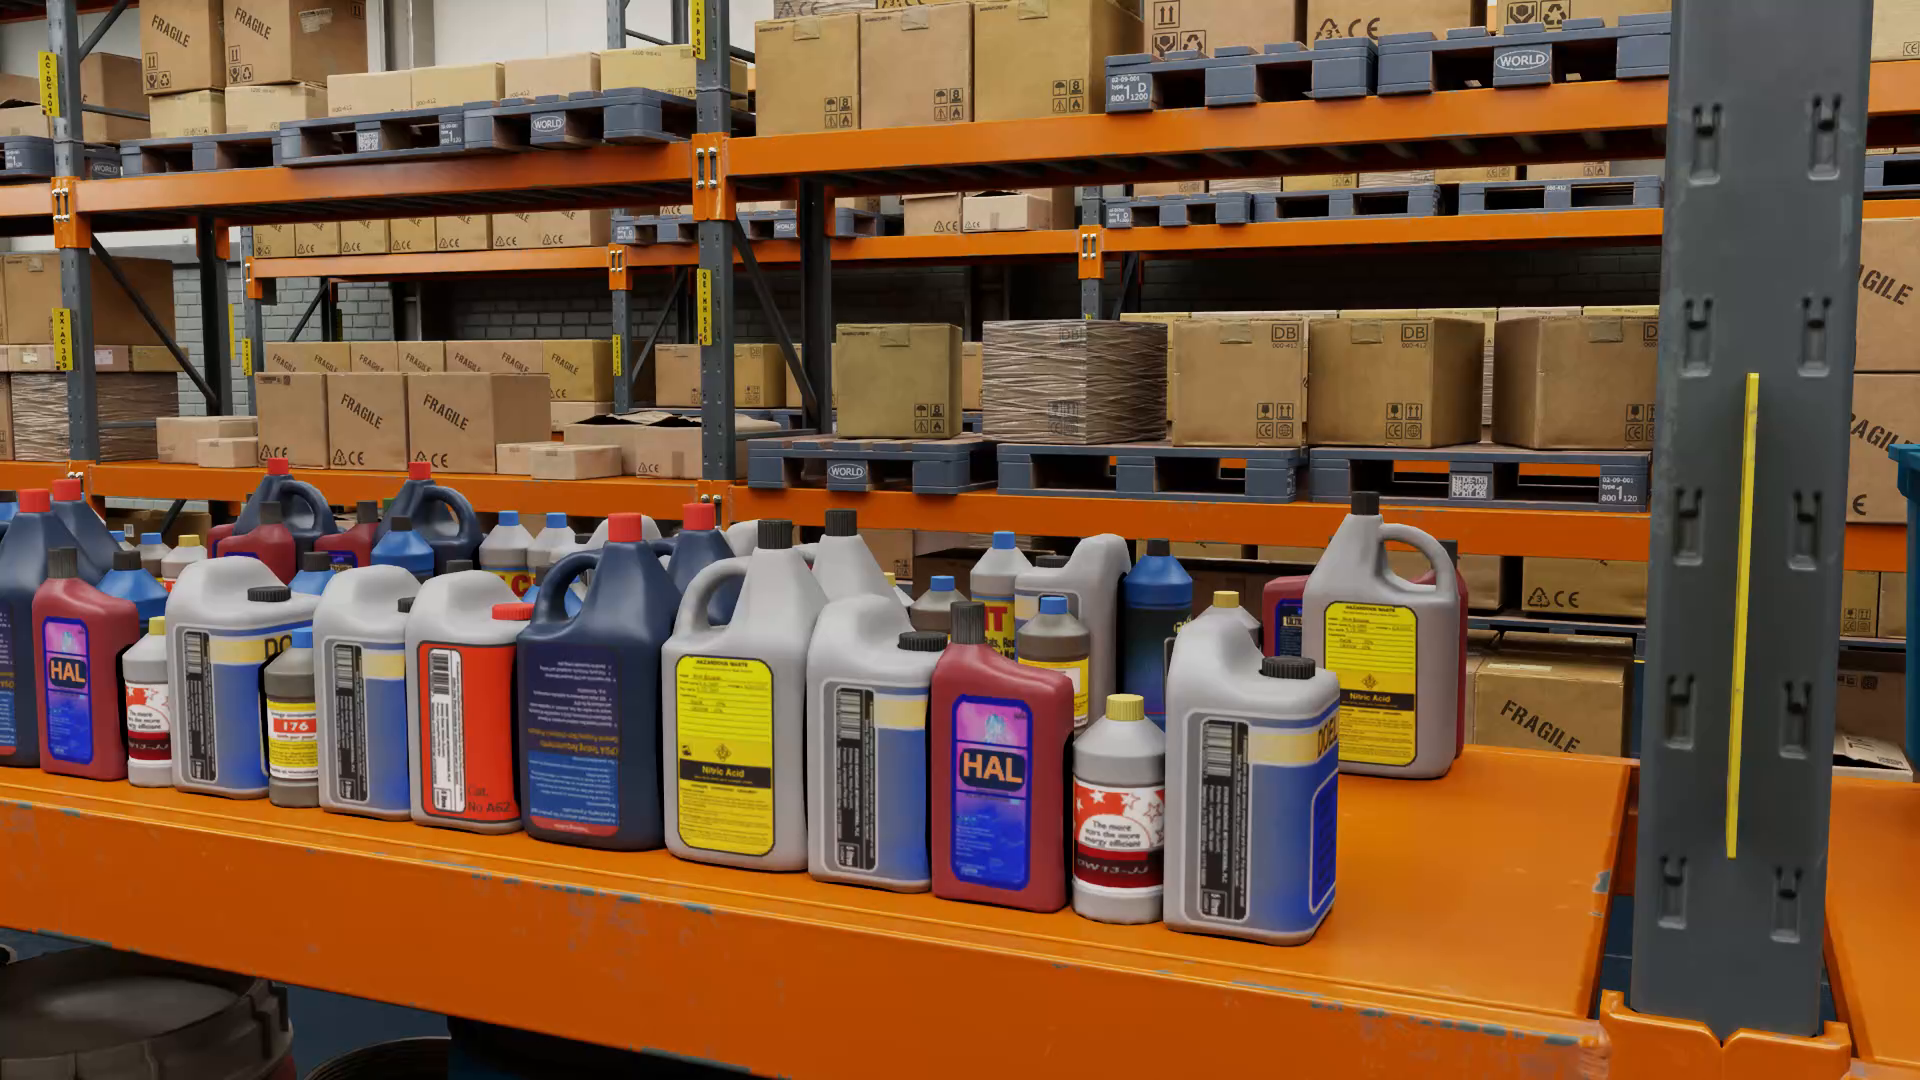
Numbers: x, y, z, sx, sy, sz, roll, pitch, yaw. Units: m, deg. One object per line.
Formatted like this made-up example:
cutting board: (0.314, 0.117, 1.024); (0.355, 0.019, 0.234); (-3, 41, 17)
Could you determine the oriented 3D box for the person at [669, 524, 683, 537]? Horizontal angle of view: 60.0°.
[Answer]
person: (-1.410, 0.363, 9.841); (0.818, 0.913, 0.426); (2, 6, 22)
